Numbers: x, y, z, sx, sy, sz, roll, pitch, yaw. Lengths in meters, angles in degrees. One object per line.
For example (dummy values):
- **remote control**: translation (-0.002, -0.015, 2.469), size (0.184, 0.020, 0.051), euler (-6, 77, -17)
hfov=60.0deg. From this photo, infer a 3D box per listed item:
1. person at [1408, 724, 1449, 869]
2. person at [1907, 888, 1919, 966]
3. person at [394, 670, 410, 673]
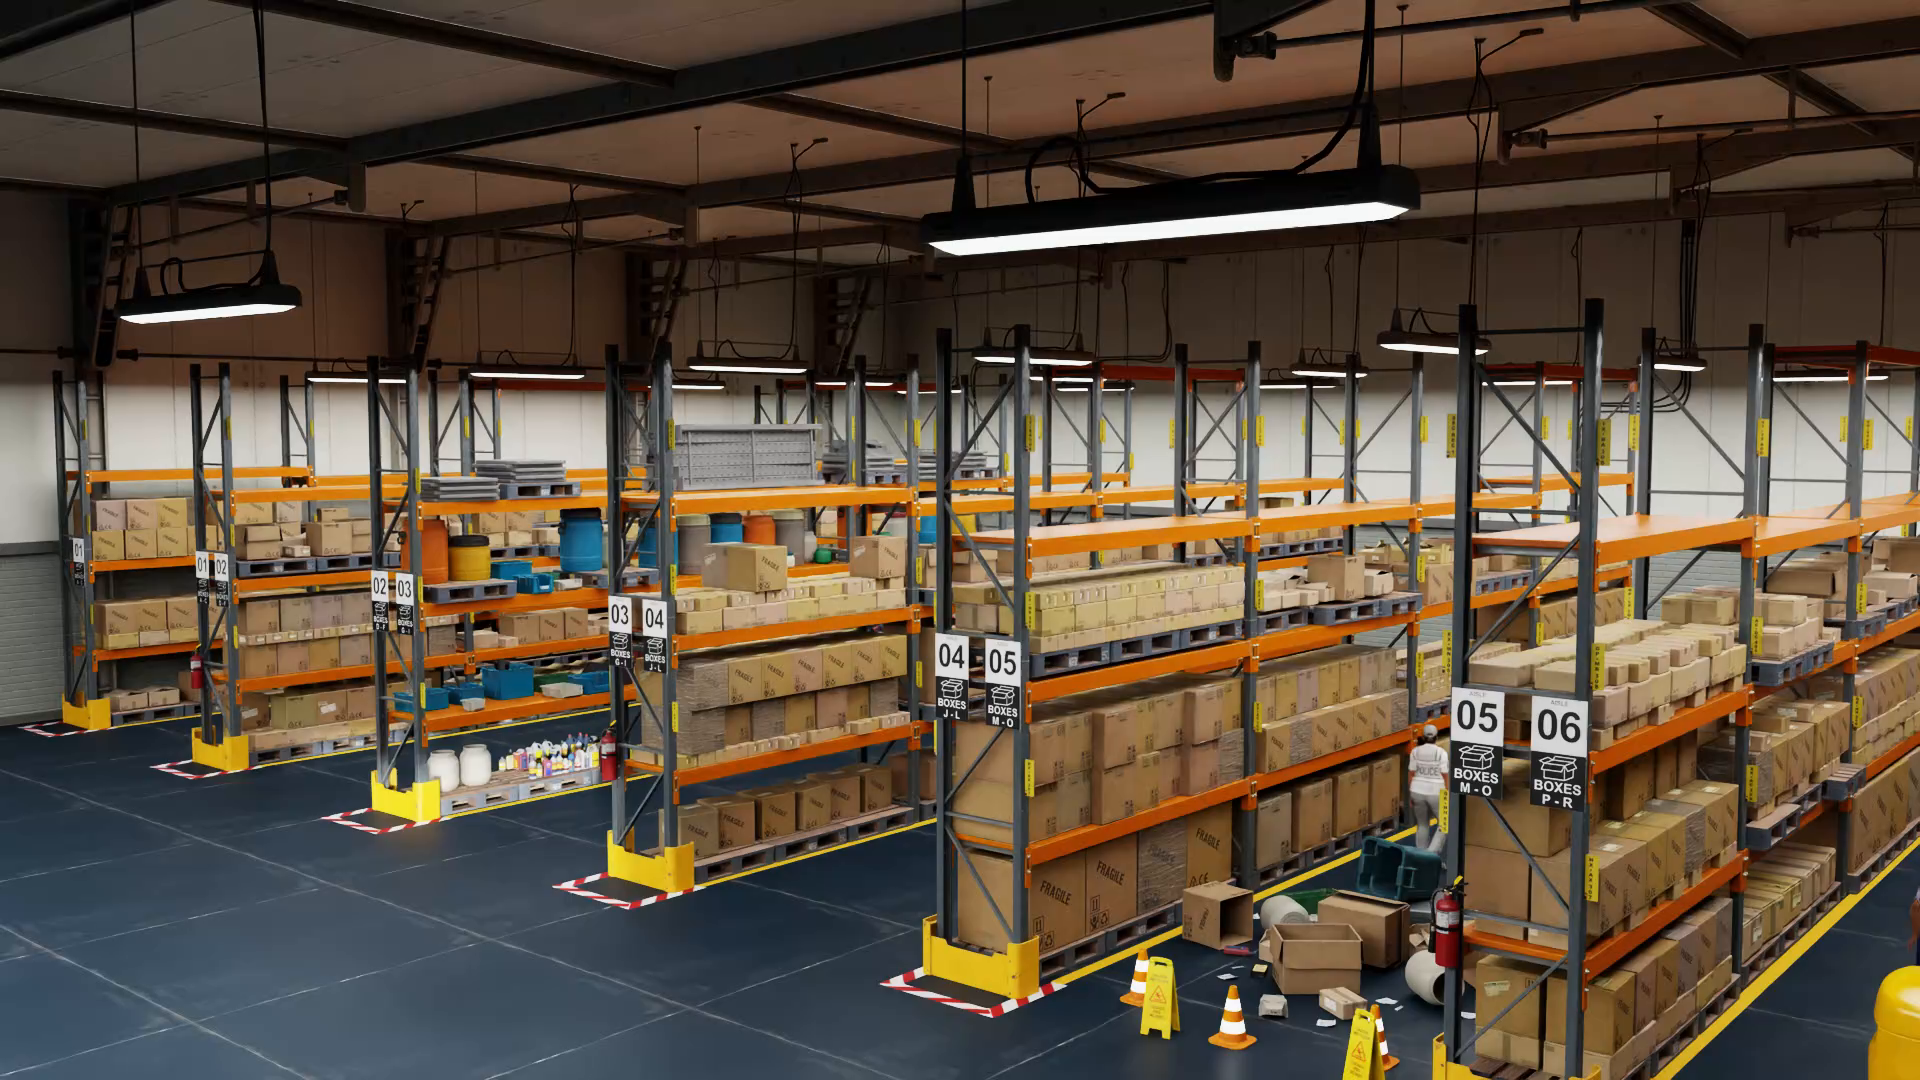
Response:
- **person**: translation (5.414, 2.959, 19.151), size (0.533, 1.660, 0.498), euler (4, 5, 40)
- **person**: translation (8.258, 3.400, 13.908), size (0.541, 1.540, 0.709), euler (4, 5, 41)
- **person**: translation (-10.082, 2.135, 29.897), size (0.569, 1.813, 0.694), euler (1, 4, 17)
